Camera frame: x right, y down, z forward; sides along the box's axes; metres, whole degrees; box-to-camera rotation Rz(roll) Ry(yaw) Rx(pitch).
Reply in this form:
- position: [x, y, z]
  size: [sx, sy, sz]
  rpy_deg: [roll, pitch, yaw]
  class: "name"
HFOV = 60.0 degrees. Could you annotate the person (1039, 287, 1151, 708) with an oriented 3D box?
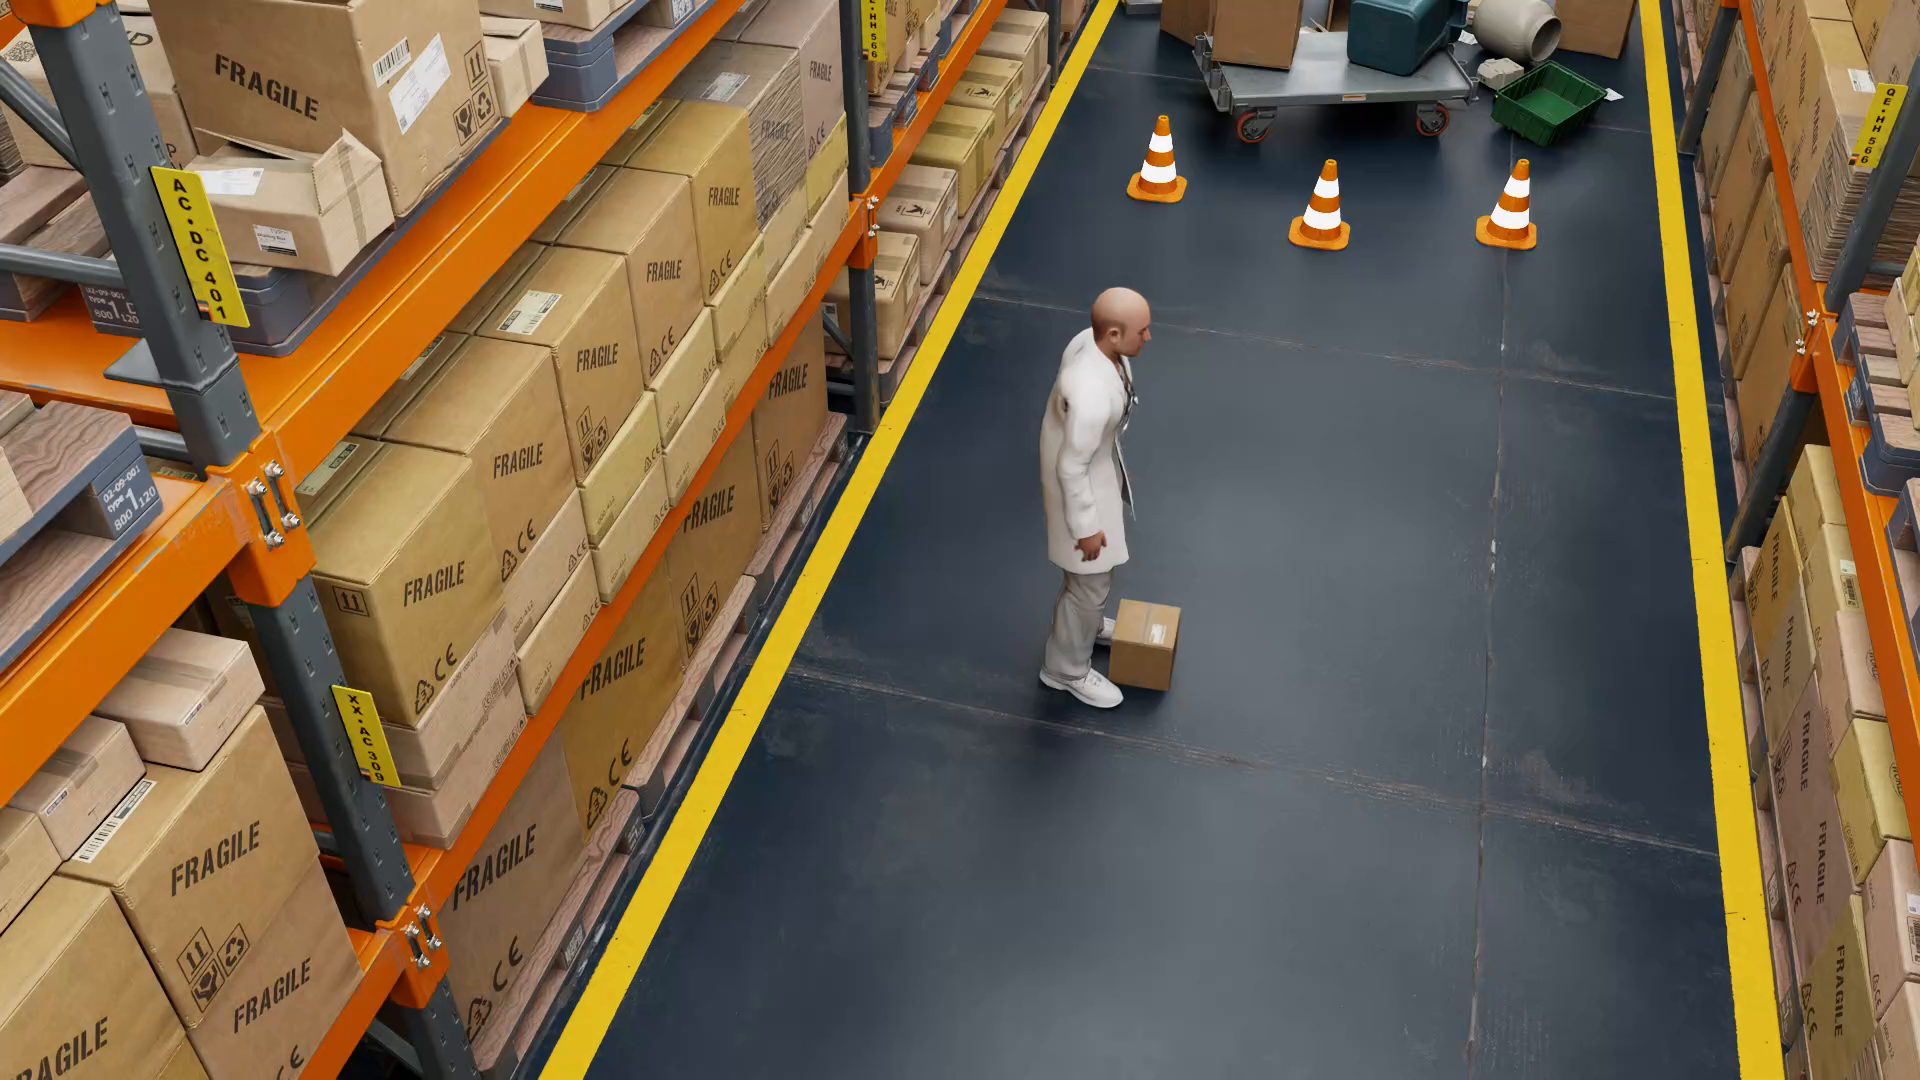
- position: [0.514, -0.190, 6.393]
  size: [0.429, 1.772, 0.643]
  rpy_deg: [8, 41, 9]
  class: "person"
